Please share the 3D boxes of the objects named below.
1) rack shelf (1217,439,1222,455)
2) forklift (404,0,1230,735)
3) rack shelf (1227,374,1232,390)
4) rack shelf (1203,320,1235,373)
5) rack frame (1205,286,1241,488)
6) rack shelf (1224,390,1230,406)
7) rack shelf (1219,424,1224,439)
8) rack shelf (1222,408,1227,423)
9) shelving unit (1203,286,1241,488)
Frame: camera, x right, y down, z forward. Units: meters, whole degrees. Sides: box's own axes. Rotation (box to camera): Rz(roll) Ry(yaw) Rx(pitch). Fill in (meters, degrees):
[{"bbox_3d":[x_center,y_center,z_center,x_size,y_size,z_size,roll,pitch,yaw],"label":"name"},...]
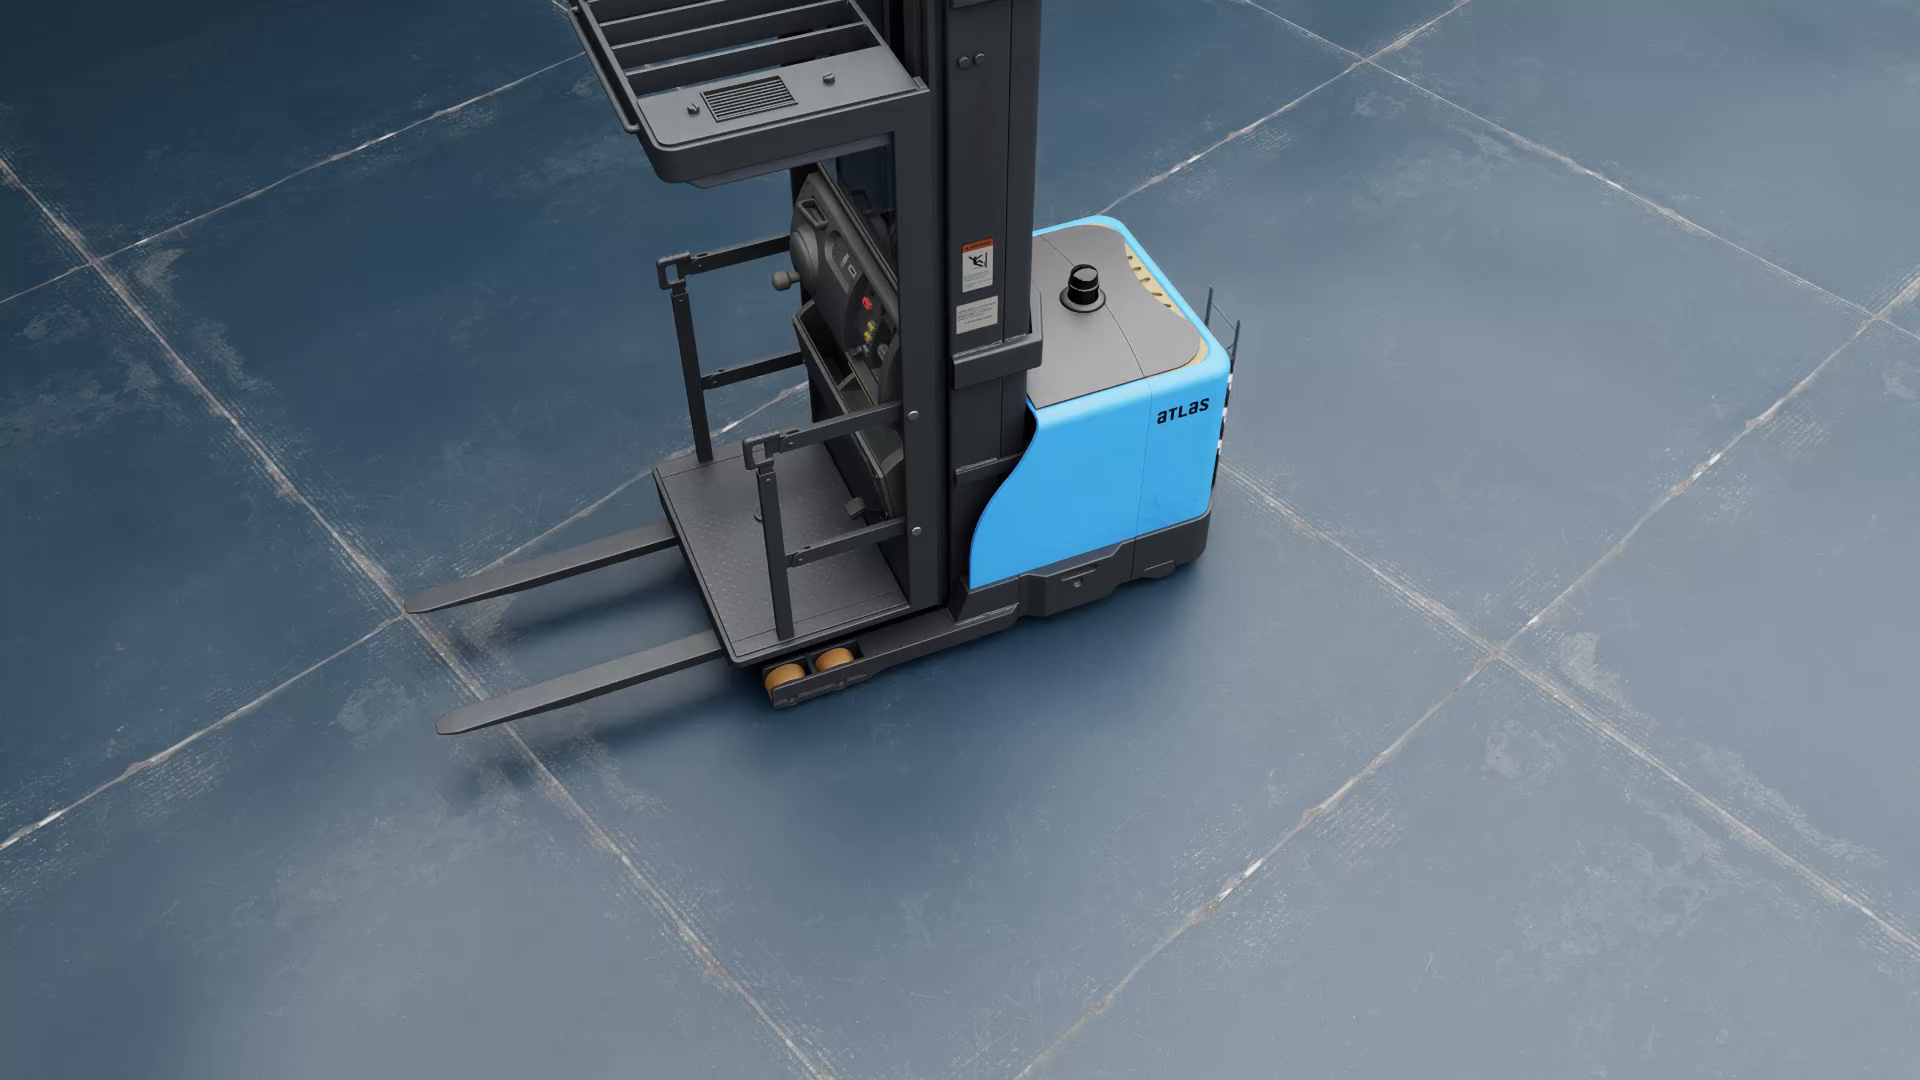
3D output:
[{"bbox_3d":[0.931,-0.434,6.881,0.200,0.077,0.258,-17,50,-15],"label":"rack shelf"},{"bbox_3d":[-0.577,-0.815,5.561,3.031,2.935,1.130,-17,50,-15],"label":"forklift"},{"bbox_3d":[0.931,-0.678,6.617,0.200,0.077,0.258,-17,50,-15],"label":"rack shelf"},{"bbox_3d":[0.931,-0.739,6.551,0.200,0.077,0.258,-17,50,-15],"label":"rack shelf"},{"bbox_3d":[1.025,-0.607,6.751,0.006,0.900,0.240,-17,50,-15],"label":"rack frame"},{"bbox_3d":[0.931,-0.617,6.683,0.200,0.077,0.258,-17,50,-15],"label":"rack shelf"},{"bbox_3d":[0.931,-0.495,6.815,0.200,0.077,0.258,-17,50,-15],"label":"rack shelf"},{"bbox_3d":[0.931,-0.556,6.749,0.200,0.077,0.258,-17,50,-15],"label":"rack shelf"},{"bbox_3d":[0.931,-0.578,6.724,0.210,0.900,0.258,-17,50,-15],"label":"shelving unit"}]
